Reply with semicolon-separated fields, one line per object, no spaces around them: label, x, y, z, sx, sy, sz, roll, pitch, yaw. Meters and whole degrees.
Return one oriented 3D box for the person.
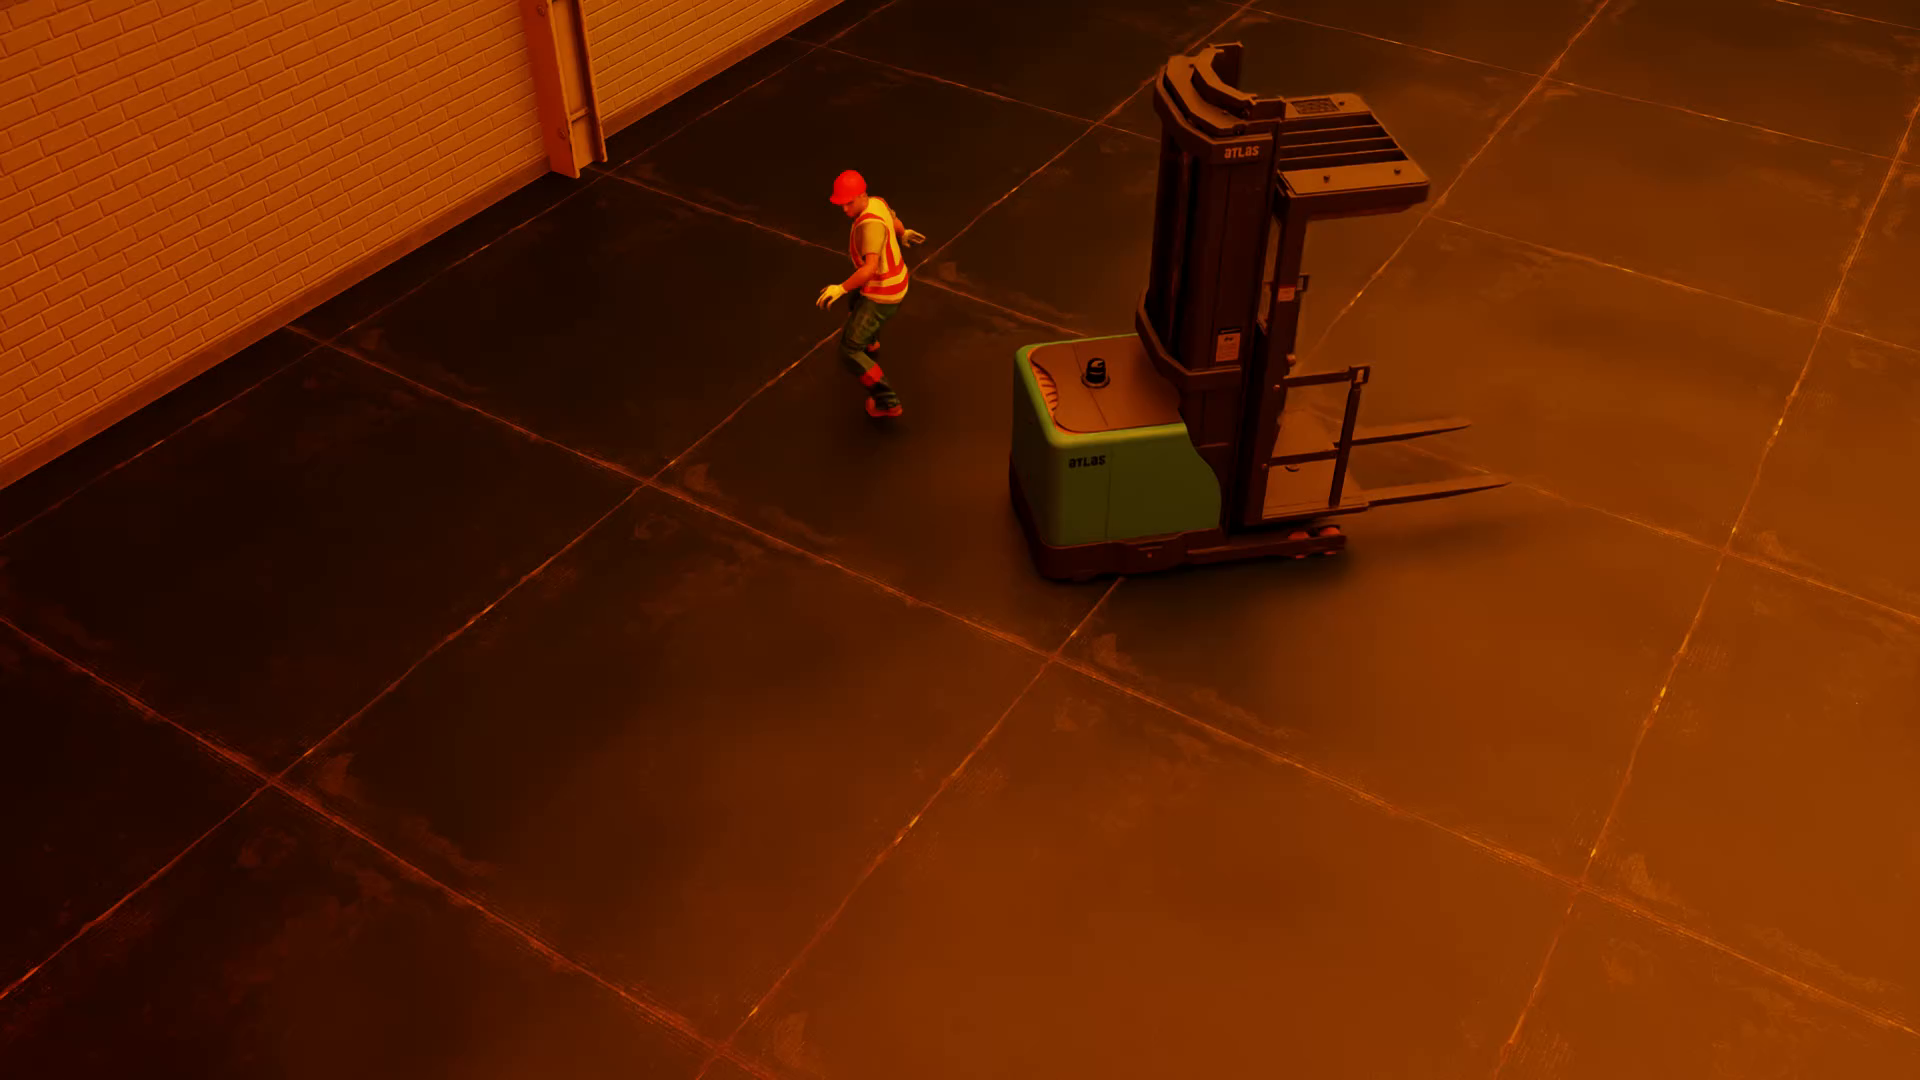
person;-0.578;-1.687;11.046;0.552;1.713;1.168;5;41;6

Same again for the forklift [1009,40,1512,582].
forklift;1.879;-1.338;9.545;3.031;2.935;1.130;-7;41;-8
